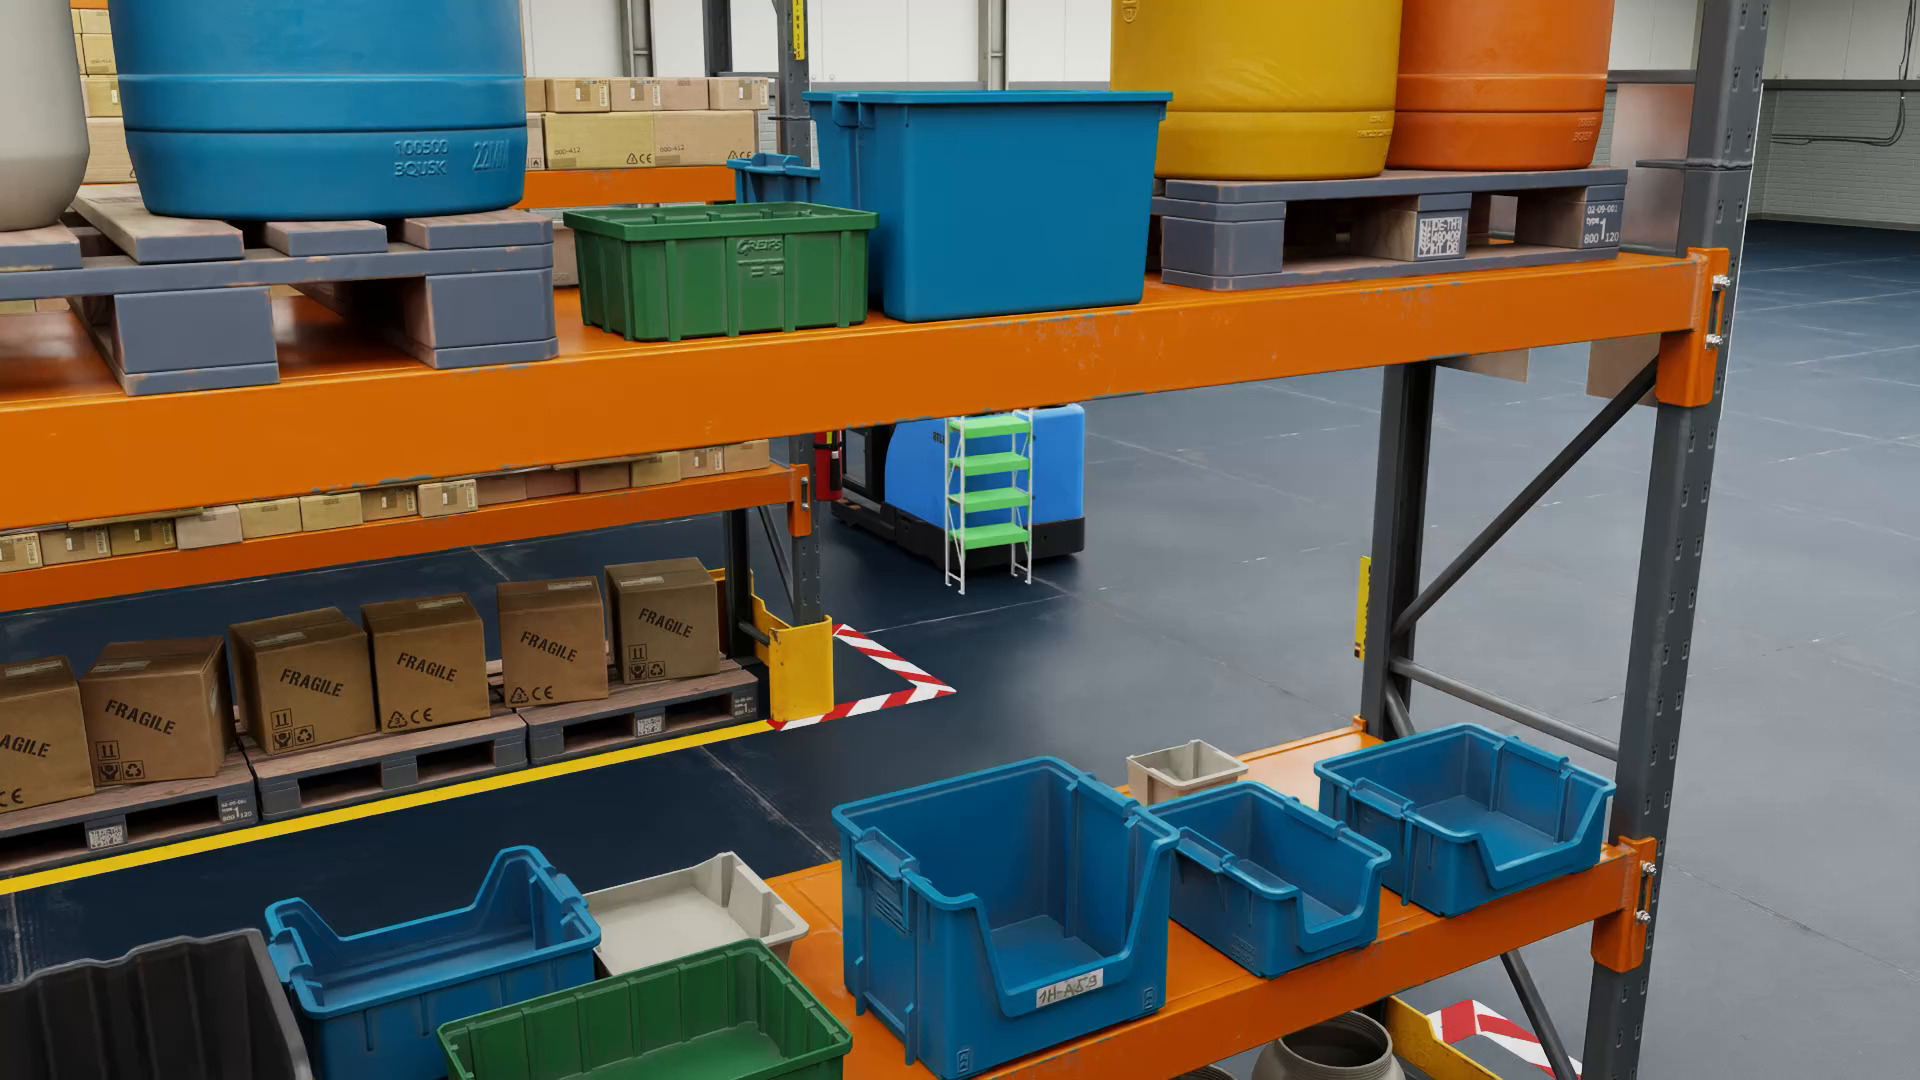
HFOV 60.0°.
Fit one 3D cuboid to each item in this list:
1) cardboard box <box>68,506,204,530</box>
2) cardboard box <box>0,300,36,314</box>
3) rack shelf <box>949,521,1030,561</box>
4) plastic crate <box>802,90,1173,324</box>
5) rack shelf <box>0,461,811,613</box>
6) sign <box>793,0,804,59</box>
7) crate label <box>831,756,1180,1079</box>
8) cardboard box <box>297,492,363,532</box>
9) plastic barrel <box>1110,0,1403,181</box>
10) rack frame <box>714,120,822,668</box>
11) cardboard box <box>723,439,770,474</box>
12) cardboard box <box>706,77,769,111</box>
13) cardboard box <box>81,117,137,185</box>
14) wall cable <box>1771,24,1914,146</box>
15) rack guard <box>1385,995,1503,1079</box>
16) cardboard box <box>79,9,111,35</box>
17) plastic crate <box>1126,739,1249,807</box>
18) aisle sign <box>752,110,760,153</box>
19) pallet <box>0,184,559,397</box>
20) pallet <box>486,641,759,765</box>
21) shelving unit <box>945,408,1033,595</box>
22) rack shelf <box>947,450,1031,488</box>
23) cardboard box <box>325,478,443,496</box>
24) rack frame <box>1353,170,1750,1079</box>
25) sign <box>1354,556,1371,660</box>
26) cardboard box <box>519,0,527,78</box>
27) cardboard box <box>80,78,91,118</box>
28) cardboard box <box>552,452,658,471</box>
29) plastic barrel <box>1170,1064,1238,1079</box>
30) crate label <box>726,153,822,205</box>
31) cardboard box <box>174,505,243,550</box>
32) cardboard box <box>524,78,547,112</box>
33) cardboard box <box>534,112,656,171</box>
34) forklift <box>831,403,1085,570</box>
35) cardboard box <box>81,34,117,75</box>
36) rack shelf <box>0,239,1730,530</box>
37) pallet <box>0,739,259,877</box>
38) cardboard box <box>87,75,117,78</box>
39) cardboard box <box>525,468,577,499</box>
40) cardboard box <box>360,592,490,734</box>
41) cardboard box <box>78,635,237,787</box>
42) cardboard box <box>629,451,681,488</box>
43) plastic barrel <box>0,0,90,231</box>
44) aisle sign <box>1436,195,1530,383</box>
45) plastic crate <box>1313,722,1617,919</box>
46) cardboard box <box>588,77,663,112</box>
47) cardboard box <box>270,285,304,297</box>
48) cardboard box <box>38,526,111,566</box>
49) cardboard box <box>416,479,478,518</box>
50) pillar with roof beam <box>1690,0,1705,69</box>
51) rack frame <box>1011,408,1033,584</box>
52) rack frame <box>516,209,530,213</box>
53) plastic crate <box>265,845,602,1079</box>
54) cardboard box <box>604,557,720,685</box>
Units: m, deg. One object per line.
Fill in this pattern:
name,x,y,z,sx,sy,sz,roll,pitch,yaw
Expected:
cardboard box,-3.586,-0.414,7.092,0.500,0.500,0.875,-9,18,-30
cardboard box,-3.934,-0.789,6.580,0.500,0.500,0.500,-9,18,-30
rack shelf,0.184,0.005,10.794,0.480,0.148,0.258,-8,17,-26
plastic crate,0.049,-0.625,3.054,0.575,0.384,0.392,-9,18,-30
rack shelf,-2.736,-0.044,7.844,4.000,0.370,1.077,-9,18,-30
sign,-0.753,-2.408,7.746,0.005,0.325,0.100,-9,18,-30
crate label,0.090,0.779,3.510,0.616,0.435,0.502,-9,18,-30
cardboard box,-2.833,-0.164,7.402,0.250,0.149,0.380,-9,18,-30
plastic barrel,0.617,-1.072,3.493,0.600,0.588,0.600,0,16,0
rack frame,-1.022,-0.669,8.738,0.127,3.000,1.000,-9,18,-30
cardboard box,-1.160,-0.460,8.461,0.250,0.149,0.380,-9,18,-30
cardboard box,-1.099,-2.122,7.905,0.250,0.149,0.380,-9,18,-30
cardboard box,-3.482,-1.563,6.649,0.500,0.250,0.500,-9,18,-30
wall cable,19.176,-9.889,36.267,0.112,2.526,3.097,-9,18,-30
rack guard,1.488,1.702,4.911,0.348,0.500,1.175,-9,18,-30
cardboard box,-5.559,-3.346,10.757,0.250,0.149,0.380,-9,18,-29
plastic crate,0.596,0.654,4.508,0.250,0.136,0.298,-9,18,-30
aisle sign,-1.123,-1.999,8.666,0.004,0.787,0.394,-9,18,-30
pallet,-1.332,-0.443,2.726,1.003,0.211,1.213,-9,18,-30
pallet,-1.802,0.789,8.703,1.213,0.211,1.003,-9,18,-30
shelving unit,0.184,-0.288,10.712,0.503,1.200,0.258,-8,17,-26
rack shelf,0.184,-0.457,10.665,0.480,0.148,0.258,-8,17,-26
cardboard box,-2.760,-0.567,7.637,0.500,0.500,0.875,-9,18,-30
rack frame,1.529,0.477,4.650,0.127,3.000,1.000,-9,18,-30
sign,1.249,0.216,5.069,0.005,0.325,0.100,-9,18,-30
cardboard box,-2.220,-2.271,7.235,0.500,0.500,0.500,-9,18,-30
cardboard box,-3.576,-1.736,6.529,0.250,0.149,0.380,-9,18,-29
cardboard box,-1.874,-0.693,8.088,0.500,0.500,0.875,-9,18,-30
plastic barrel,0.574,1.652,4.292,0.421,0.512,0.421,0,16,0
crate label,-0.246,-0.712,3.610,0.408,0.251,0.502,-9,18,-30
cardboard box,-3.246,-0.087,7.129,0.250,0.149,0.380,-9,18,-30
cardboard box,-2.040,-2.004,7.482,0.250,0.149,0.380,-9,18,-29
cardboard box,-1.731,-1.845,7.655,0.500,0.250,0.500,-9,18,-29
forklift,-0.306,-1.558,12.039,1.130,2.935,3.031,-9,18,-28
cardboard box,-5.491,-3.184,10.917,0.500,0.250,0.500,-9,18,-30
rack shelf,-0.186,-0.343,3.351,4.000,0.370,1.077,-9,18,-30
pallet,-3.893,1.128,7.493,1.213,0.211,1.003,-9,18,-30
cardboard box,-5.560,-2.962,10.864,0.250,0.149,0.380,-10,18,-31
cardboard box,-2.020,-0.323,7.970,0.250,0.149,0.380,-9,18,-30
cardboard box,-2.607,0.589,8.104,0.500,0.500,0.500,-7,17,-25
cardboard box,-3.600,0.761,7.491,0.500,0.500,0.500,-3,16,-12
cardboard box,-1.562,-0.379,8.171,0.250,0.149,0.380,-9,18,-30
plastic barrel,-1.430,-0.682,2.242,0.421,0.512,0.421,0,16,0
aisle sign,1.440,-0.852,4.577,0.004,0.787,0.394,-9,18,-30
plastic crate,1.254,0.688,4.175,0.616,0.251,0.499,-9,18,-30
cardboard box,-1.561,-2.050,7.646,0.250,0.149,0.380,-10,19,-32
cardboard box,-3.077,-0.929,7.076,0.500,0.500,0.500,-9,18,-30
cardboard box,-3.691,-0.025,6.907,0.250,0.149,0.380,-9,18,-30
cardboard box,-2.392,-0.228,7.630,0.250,0.149,0.380,-9,18,-30
pillar with roof beam,18.186,-10.284,31.925,0.400,9.000,9.100,-9,18,-30
rack frame,0.402,-0.317,10.818,0.015,1.200,0.240,-8,17,-26
rack frame,-3.490,-1.830,12.882,0.127,3.000,1.000,-9,18,-30
plastic crate,-1.091,0.888,3.460,0.616,0.251,0.499,-9,18,-30
cardboard box,-1.566,0.415,8.723,0.500,0.500,0.500,-6,17,-19
